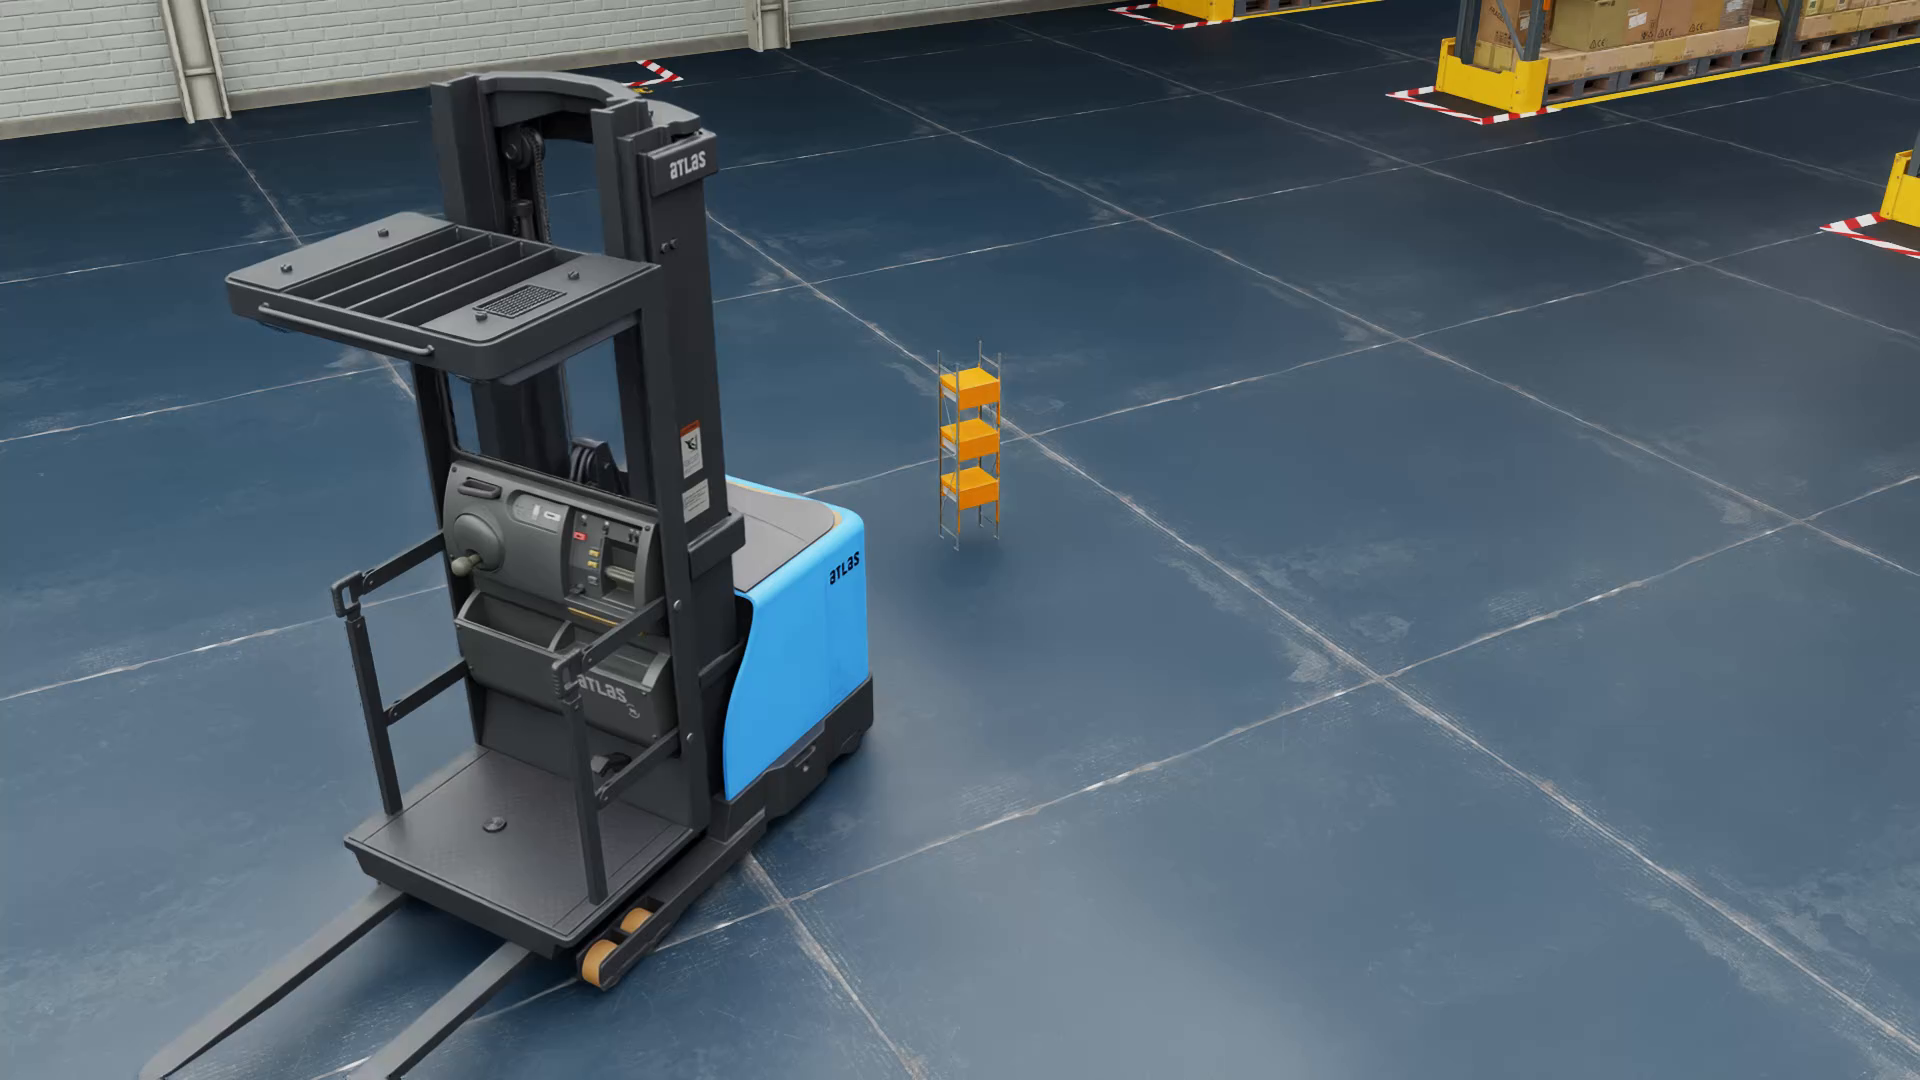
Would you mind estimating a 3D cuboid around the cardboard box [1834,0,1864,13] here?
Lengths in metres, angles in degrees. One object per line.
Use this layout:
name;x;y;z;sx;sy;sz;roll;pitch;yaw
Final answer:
cardboard box;9.720;-6.105;18.539;0.500;0.311;0.500;-16;33;-27

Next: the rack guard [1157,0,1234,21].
rack guard;2.907;-6.770;20.499;0.348;0.500;1.175;-16;33;-26

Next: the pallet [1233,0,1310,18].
pallet;3.625;-6.827;20.903;1.213;0.211;1.003;-16;33;-26

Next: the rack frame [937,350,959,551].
rack frame;-0.059;-0.443;8.466;0.008;1.050;0.200;-16;33;-26

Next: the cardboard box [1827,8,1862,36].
cardboard box;9.718;-5.862;18.679;0.500;0.250;0.500;-15;32;-25

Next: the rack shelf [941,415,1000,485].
rack shelf;0.046;-0.463;8.525;0.240;0.259;0.215;-16;33;-26

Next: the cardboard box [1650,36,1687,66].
cardboard box;7.223;-5.168;17.421;0.500;0.250;0.500;-16;33;-26

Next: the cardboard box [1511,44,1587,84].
cardboard box;5.929;-4.801;16.757;0.500;0.250;0.500;-16;33;-26

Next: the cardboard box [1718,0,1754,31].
cardboard box;8.077;-5.748;17.696;0.500;0.500;0.500;-16;33;-26

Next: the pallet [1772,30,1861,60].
pallet;9.418;-5.738;18.928;1.213;0.211;1.003;-16;33;-26

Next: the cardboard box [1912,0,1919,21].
cardboard box;11.044;-6.241;19.366;0.500;0.250;0.500;-15;32;-25

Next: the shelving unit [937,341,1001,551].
shelving unit;0.046;-0.473;8.520;0.252;1.050;0.215;-16;33;-26

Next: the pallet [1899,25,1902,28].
pallet;11.522;-6.335;20.010;1.213;0.211;1.003;-16;33;-26

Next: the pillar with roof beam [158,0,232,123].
pillar with roof beam;-5.158;-6.273;10.803;0.400;9.000;9.100;-16;33;-26

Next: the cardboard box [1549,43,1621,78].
cardboard box;6.359;-4.925;16.981;0.500;0.250;0.500;-16;33;-26

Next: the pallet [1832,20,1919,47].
pallet;10.471;-6.038;19.473;1.213;0.211;1.003;-16;33;-26

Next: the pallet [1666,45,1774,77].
pallet;8.096;-5.364;18.251;1.213;0.211;1.003;-16;33;-26

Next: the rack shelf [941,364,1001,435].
rack shelf;0.046;-0.712;8.388;0.240;0.259;0.215;-16;33;-26

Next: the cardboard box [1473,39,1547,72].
cardboard box;5.667;-5.017;17.148;0.500;0.250;0.500;-16;33;-26

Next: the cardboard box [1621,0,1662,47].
cardboard box;6.784;-5.381;17.030;0.500;0.500;0.500;-16;33;-26

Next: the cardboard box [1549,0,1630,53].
cardboard box;6.359;-5.253;16.799;0.500;0.500;0.500;-16;33;-26

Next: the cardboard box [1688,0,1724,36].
cardboard box;7.648;-5.624;17.471;0.500;0.500;0.500;-16;33;-26

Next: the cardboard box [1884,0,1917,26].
cardboard box;10.602;-6.114;19.135;0.500;0.250;0.500;-15;32;-25

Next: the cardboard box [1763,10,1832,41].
cardboard box;9.276;-5.737;18.453;0.500;0.250;0.500;-17;33;-27

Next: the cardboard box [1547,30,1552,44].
cardboard box;6.092;-5.144;17.378;0.500;0.250;0.500;-16;33;-26

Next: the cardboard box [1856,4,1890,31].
cardboard box;10.163;-5.990;18.910;0.500;0.250;0.500;-17;33;-28

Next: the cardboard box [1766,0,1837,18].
cardboard box;9.285;-5.985;18.321;0.500;0.311;0.500;-16;33;-26

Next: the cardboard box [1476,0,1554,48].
cardboard box;5.666;-5.346;16.968;0.500;0.500;0.500;-16;33;-26

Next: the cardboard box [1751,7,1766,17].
cardboard box;9.014;-5.964;18.864;0.500;0.250;0.500;-16;33;-27

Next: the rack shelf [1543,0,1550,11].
rack shelf;7.079;-5.957;17.185;4.000;0.370;1.077;-16;33;-26

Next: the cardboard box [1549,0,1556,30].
cardboard box;6.521;-5.597;17.423;0.500;0.500;0.500;-16;33;-26

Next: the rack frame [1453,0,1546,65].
rack frame;5.354;-5.783;16.124;0.127;3.000;1.000;-16;33;-26

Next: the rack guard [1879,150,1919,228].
rack guard;7.902;-2.662;13.056;0.348;0.500;1.175;-16;33;-26

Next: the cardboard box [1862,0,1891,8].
cardboard box;10.165;-6.232;18.769;0.500;0.311;0.500;-17;33;-28

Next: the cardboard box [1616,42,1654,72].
cardboard box;6.790;-5.047;17.203;0.500;0.250;0.500;-16;33;-26

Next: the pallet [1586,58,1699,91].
pallet;7.043;-5.063;17.706;1.213;0.211;1.003;-16;33;-26

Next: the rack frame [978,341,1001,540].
rack frame;0.151;-0.503;8.574;0.008;1.050;0.200;-16;33;-26

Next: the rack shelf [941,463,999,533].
rack shelf;0.046;-0.220;8.659;0.240;0.259;0.215;-16;33;-26

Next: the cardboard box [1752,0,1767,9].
cardboard box;9.007;-6.206;18.721;0.500;0.311;0.500;-16;33;-26

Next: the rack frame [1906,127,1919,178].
rack frame;7.861;-3.718;12.383;0.127;3.000;1.000;-16;33;-26

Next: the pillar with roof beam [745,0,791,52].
pillar with roof beam;0.015;-7.742;13.464;0.400;9.000;9.100;-16;33;-26

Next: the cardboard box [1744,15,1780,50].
cardboard box;8.514;-5.537;18.090;0.500;0.250;0.500;-16;33;-26

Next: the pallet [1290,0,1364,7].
pallet;4.676;-7.124;21.440;1.213;0.211;1.003;-16;33;-26

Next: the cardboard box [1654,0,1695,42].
cardboard box;7.224;-5.496;17.239;0.500;0.500;0.500;-16;33;-26

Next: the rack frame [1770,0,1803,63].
rack frame;8.803;-6.762;17.898;0.127;3.000;1.000;-16;33;-26

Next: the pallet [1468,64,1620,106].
pallet;5.992;-4.766;17.168;1.213;0.211;1.003;-16;33;-26

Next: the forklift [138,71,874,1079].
forklift;-1.545;0.046;5.633;1.130;2.935;3.031;16;32;26

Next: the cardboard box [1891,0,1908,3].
cardboard box;10.610;-6.362;19.004;0.500;0.311;0.500;-15;32;-25

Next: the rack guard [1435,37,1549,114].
rack guard;5.334;-4.682;16.717;0.348;0.500;1.175;-16;33;-26

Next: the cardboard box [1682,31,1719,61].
cardboard box;7.654;-5.290;17.643;0.500;0.250;0.500;-16;33;-26

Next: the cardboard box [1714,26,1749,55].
cardboard box;8.078;-5.419;17.876;0.500;0.250;0.500;-16;33;-26
